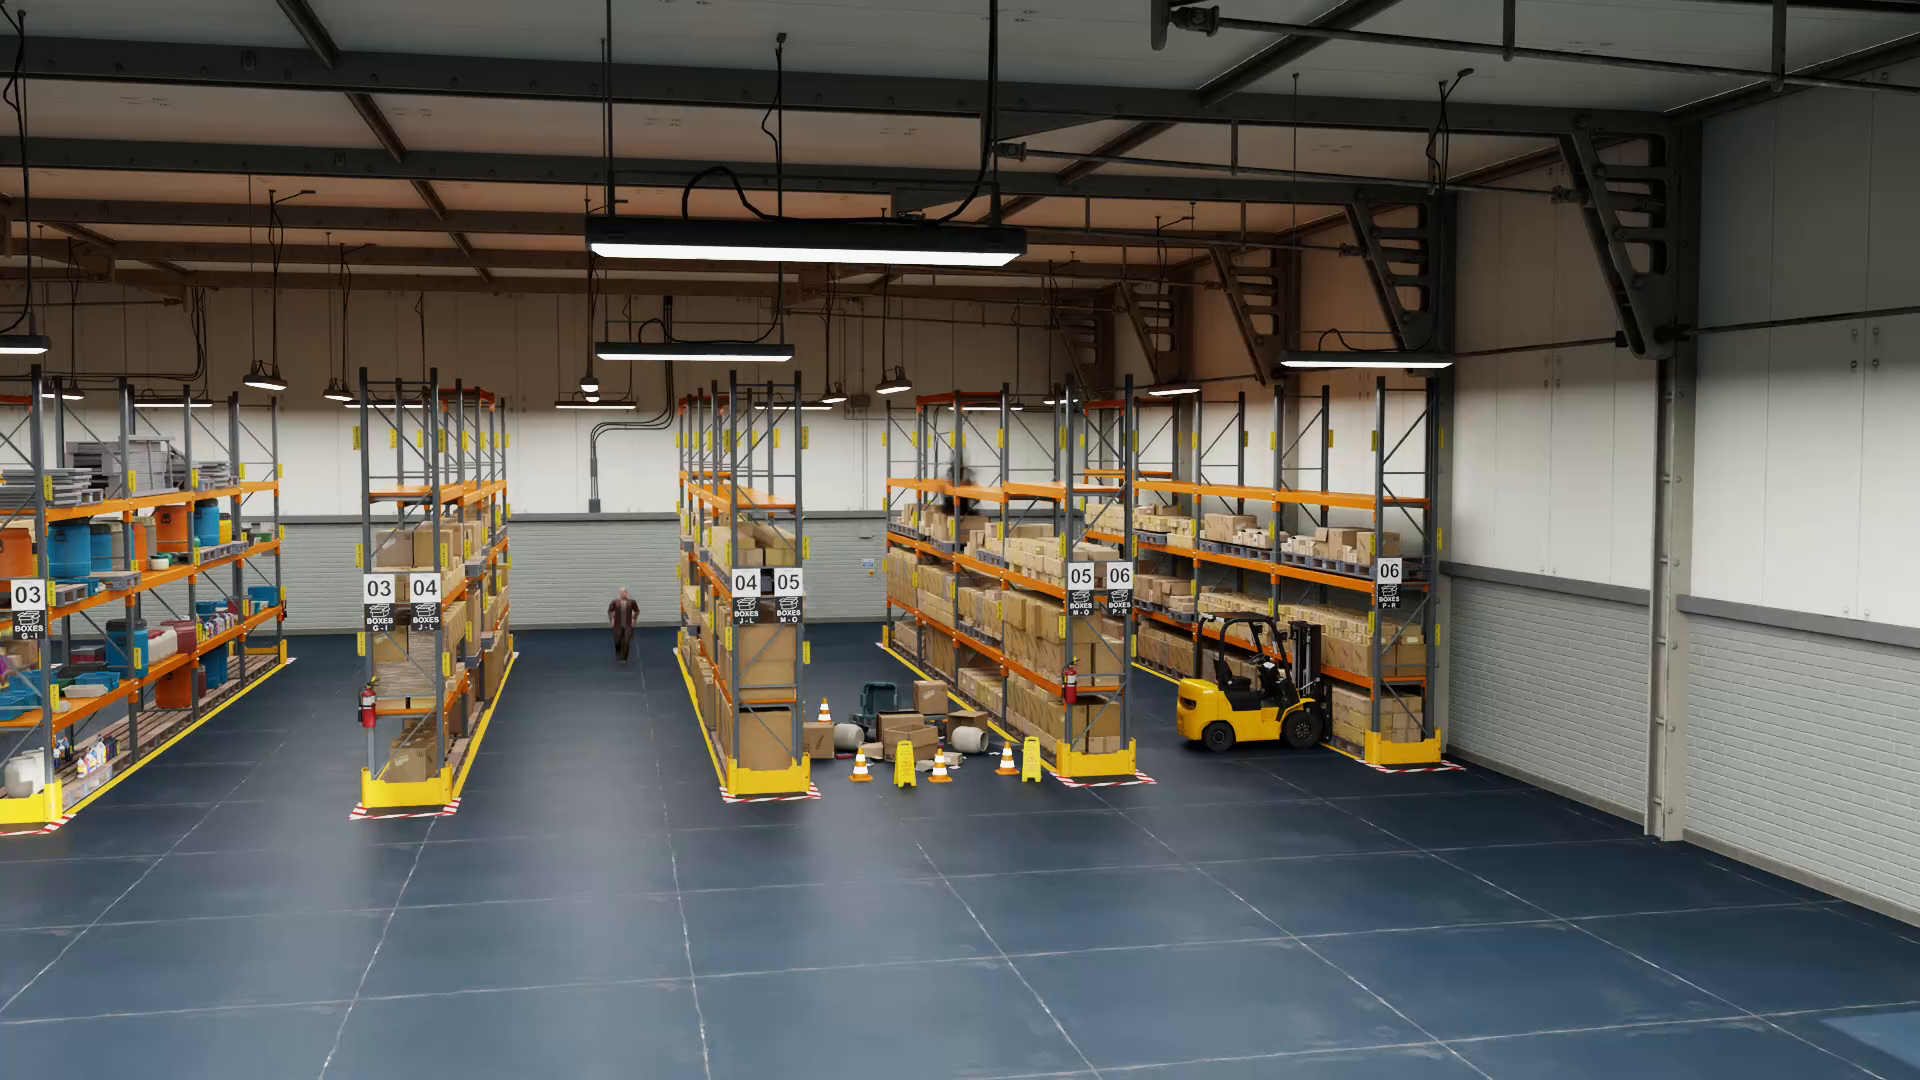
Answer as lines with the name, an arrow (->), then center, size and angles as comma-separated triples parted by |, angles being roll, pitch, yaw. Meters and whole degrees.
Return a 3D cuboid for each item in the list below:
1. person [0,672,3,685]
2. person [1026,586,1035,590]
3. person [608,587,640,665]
person -> -15.865, 2.544, 26.869 | 0.700, 1.752, 0.815 | -1, 4, -16
person -> 1.477, 1.698, 36.247 | 0.659, 1.768, 0.902 | -1, 3, -13
person -> -7.512, 1.920, 37.164 | 0.706, 1.726, 0.635 | -1, 3, -10
